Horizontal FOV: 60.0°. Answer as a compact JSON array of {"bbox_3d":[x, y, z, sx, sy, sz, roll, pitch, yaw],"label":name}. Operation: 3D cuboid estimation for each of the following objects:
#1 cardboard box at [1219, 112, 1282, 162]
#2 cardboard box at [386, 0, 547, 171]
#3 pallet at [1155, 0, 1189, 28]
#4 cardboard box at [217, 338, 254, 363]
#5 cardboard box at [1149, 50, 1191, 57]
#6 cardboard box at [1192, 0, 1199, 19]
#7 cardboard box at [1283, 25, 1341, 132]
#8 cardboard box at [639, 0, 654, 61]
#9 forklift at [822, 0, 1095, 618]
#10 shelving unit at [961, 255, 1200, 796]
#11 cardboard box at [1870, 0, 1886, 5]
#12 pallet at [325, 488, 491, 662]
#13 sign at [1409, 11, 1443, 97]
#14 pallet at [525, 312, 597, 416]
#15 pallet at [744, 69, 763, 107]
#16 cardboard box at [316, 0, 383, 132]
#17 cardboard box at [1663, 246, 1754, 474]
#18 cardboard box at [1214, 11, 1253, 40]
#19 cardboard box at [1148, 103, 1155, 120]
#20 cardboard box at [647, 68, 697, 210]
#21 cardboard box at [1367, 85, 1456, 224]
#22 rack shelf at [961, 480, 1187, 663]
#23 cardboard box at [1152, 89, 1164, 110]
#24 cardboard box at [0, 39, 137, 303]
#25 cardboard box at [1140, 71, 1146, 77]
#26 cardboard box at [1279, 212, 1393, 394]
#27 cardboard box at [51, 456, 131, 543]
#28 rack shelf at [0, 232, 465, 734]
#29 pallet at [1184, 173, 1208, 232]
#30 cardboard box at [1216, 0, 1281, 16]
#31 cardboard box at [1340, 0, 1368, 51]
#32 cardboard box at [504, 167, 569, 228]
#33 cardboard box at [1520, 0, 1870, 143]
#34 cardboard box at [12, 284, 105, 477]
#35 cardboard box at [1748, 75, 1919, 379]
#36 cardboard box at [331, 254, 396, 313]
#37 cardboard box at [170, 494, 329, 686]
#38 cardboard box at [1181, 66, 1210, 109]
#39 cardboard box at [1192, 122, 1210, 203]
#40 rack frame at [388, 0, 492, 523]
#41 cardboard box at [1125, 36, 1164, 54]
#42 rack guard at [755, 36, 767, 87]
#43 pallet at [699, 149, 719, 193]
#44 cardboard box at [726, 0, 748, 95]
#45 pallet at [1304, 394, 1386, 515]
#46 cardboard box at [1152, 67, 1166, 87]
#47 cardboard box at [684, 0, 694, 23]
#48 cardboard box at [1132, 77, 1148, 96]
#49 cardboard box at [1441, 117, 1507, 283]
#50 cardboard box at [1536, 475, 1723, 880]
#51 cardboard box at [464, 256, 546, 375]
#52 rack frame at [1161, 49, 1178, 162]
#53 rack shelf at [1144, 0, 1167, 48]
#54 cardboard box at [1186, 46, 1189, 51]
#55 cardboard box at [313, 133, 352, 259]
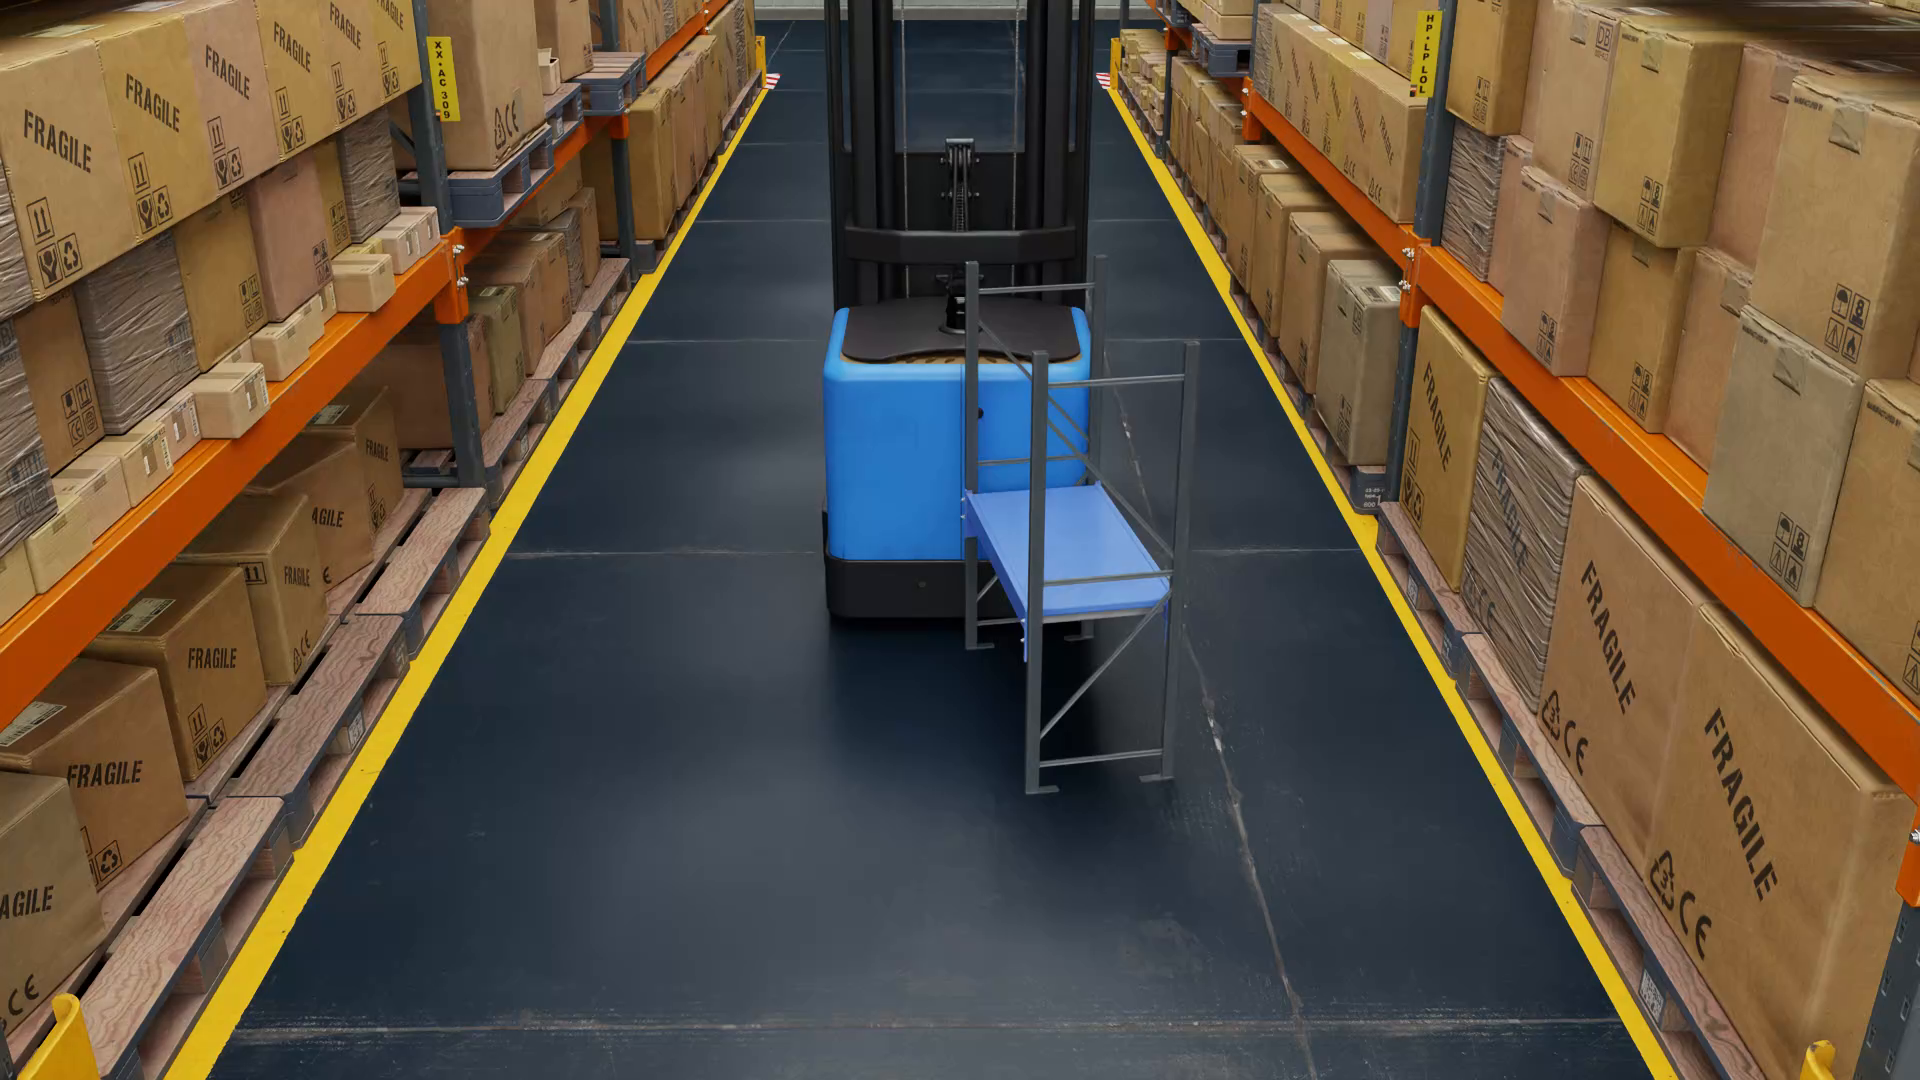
[{"bbox_3d":[2.050,-2.733,11.266,0.500,0.250,0.500,-1,24,-2],"label":"cardboard box"},{"bbox_3d":[-2.466,-2.222,7.285,1.000,1.000,1.000,0,24,0],"label":"cardboard box"},{"bbox_3d":[2.139,-4.303,13.357,1.003,0.211,1.213,0,24,-1],"label":"pallet"},{"bbox_3d":[-2.373,-0.506,5.033,0.380,0.149,0.250,0,24,-1],"label":"cardboard box"},{"bbox_3d":[2.031,-4.655,16.131,0.380,0.149,0.250,0,24,0],"label":"cardboard box"},{"bbox_3d":[1.847,-3.758,11.714,0.380,0.149,0.250,-1,24,-3],"label":"cardboard box"},{"bbox_3d":[2.068,-2.500,9.016,0.500,0.500,0.500,0,24,-1],"label":"cardboard box"},{"bbox_3d":[-2.382,-3.537,11.309,0.500,0.500,0.500,-1,24,-2],"label":"cardboard box"},{"bbox_3d":[-0.004,-1.595,7.220,1.130,2.935,3.031,0,24,0],"label":"forklift"},{"bbox_3d":[0.362,-0.083,5.614,0.538,1.500,1.048,-5,25,-10],"label":"shelving unit"},{"bbox_3d":[6.968,-4.116,12.286,0.500,0.250,0.500,-1,24,-2],"label":"cardboard box"},{"bbox_3d":[-2.555,0.118,6.733,1.003,0.211,1.213,0,24,-1],"label":"pallet"},{"bbox_3d":[1.821,-1.895,6.490,0.100,0.325,0.005,0,24,-1],"label":"sign"},{"bbox_3d":[-2.623,-0.983,9.168,1.003,0.211,1.213,0,24,-1],"label":"pallet"},{"bbox_3d":[-2.641,-4.774,17.550,1.003,0.211,1.213,0,24,-1],"label":"pallet"},{"bbox_3d":[-2.310,-1.676,5.619,0.500,0.500,0.500,0,24,-1],"label":"cardboard box"},{"bbox_3d":[2.449,-0.440,4.402,0.875,0.550,0.550,0,24,-1],"label":"cardboard box"},{"bbox_3d":[1.855,-3.336,10.781,0.380,0.149,0.250,0,24,0],"label":"cardboard box"},{"bbox_3d":[1.945,-3.975,15.348,0.380,0.149,0.250,-1,24,-2],"label":"cardboard box"},{"bbox_3d":[-2.630,-2.952,12.207,1.225,0.875,0.875,0,24,0],"label":"cardboard box"},{"bbox_3d":[2.090,-1.669,7.179,0.500,0.500,0.500,0,24,-1],"label":"cardboard box"},{"bbox_3d":[0.362,0.081,5.688,0.538,0.185,1.000,-5,25,-10],"label":"rack shelf"},{"bbox_3d":[1.940,-3.974,14.986,0.380,0.149,0.250,-1,24,-3],"label":"cardboard box"},{"bbox_3d":[-2.286,-0.851,3.797,0.500,0.500,0.500,0,24,-1],"label":"cardboard box"},{"bbox_3d":[2.011,-4.737,16.672,0.380,0.149,0.250,-1,24,-3],"label":"cardboard box"},{"bbox_3d":[2.260,-1.229,8.548,1.050,0.750,0.750,0,24,-1],"label":"cardboard box"},{"bbox_3d":[-2.313,-0.094,4.123,0.380,0.149,0.250,0,24,-1],"label":"cardboard box"},{"bbox_3d":[-2.575,-0.277,5.096,1.077,0.370,4.000,0,24,-1],"label":"rack shelf"},{"bbox_3d":[2.302,-2.611,12.767,1.003,0.211,1.213,0,24,-1],"label":"pallet"},{"bbox_3d":[1.859,-3.472,10.721,0.380,0.149,0.250,0,24,1],"label":"cardboard box"},{"bbox_3d":[2.335,-2.744,8.342,0.700,0.500,0.500,0,24,-1],"label":"cardboard box"},{"bbox_3d":[-2.588,-1.986,9.591,0.500,0.250,0.500,2,24,5],"label":"cardboard box"},{"bbox_3d":[2.455,-1.592,5.637,0.875,0.550,0.550,0,24,-1],"label":"cardboard box"},{"bbox_3d":[-2.658,-0.394,3.999,0.875,0.500,0.500,0,24,-1],"label":"cardboard box"},{"bbox_3d":[2.344,-0.701,3.668,0.875,0.550,0.550,0,24,-1],"label":"cardboard box"},{"bbox_3d":[-2.251,-0.918,5.946,0.380,0.149,0.250,0,24,-1],"label":"cardboard box"},{"bbox_3d":[-2.534,0.175,5.747,0.500,0.500,0.500,-2,24,-5],"label":"cardboard box"},{"bbox_3d":[2.028,-3.575,13.129,0.500,0.250,0.500,0,24,1],"label":"cardboard box"},{"bbox_3d":[2.027,-2.812,12.352,0.500,0.500,0.500,-1,24,-3],"label":"cardboard box"},{"bbox_3d":[-2.597,-1.429,6.770,1.000,3.000,0.127,0,24,-1],"label":"rack frame"},{"bbox_3d":[1.897,-5.083,17.077,0.380,0.149,0.250,0,24,-1],"label":"cardboard box"},{"bbox_3d":[-2.728,-5.245,18.240,1.175,0.500,0.348,0,24,-1],"label":"rack guard"},{"bbox_3d":[-2.601,-3.137,13.931,1.003,0.211,1.213,0,24,-1],"label":"pallet"},{"bbox_3d":[-2.631,-4.959,16.643,0.875,0.875,0.875,0,24,-1],"label":"cardboard box"},{"bbox_3d":[2.280,-0.457,8.004,1.003,0.211,1.213,0,24,-1],"label":"pallet"},{"bbox_3d":[1.960,-4.223,15.175,0.380,0.149,0.250,0,24,-1],"label":"cardboard box"},{"bbox_3d":[-2.408,-4.376,13.164,0.500,0.500,0.500,0,24,1],"label":"cardboard box"},{"bbox_3d":[1.919,-4.506,16.523,0.380,0.149,0.250,-1,24,-3],"label":"cardboard box"},{"bbox_3d":[2.379,-1.326,6.360,0.875,0.550,0.550,0,24,-1],"label":"cardboard box"},{"bbox_3d":[2.322,0.374,4.853,0.875,0.875,0.875,-1,24,-1],"label":"cardboard box"},{"bbox_3d":[-2.575,-1.171,8.698,0.700,0.500,0.500,-2,24,-5],"label":"cardboard box"},{"bbox_3d":[2.276,-4.706,14.016,1.000,3.000,0.127,0,24,-1],"label":"rack frame"},{"bbox_3d":[2.254,-5.203,15.986,1.077,0.370,4.000,0,24,-1],"label":"rack shelf"},{"bbox_3d":[2.506,-4.984,16.858,0.380,0.149,0.250,-1,24,-3],"label":"cardboard box"},{"bbox_3d":[-2.684,-1.218,5.821,0.875,0.500,0.500,0,24,-1],"label":"cardboard box"}]
